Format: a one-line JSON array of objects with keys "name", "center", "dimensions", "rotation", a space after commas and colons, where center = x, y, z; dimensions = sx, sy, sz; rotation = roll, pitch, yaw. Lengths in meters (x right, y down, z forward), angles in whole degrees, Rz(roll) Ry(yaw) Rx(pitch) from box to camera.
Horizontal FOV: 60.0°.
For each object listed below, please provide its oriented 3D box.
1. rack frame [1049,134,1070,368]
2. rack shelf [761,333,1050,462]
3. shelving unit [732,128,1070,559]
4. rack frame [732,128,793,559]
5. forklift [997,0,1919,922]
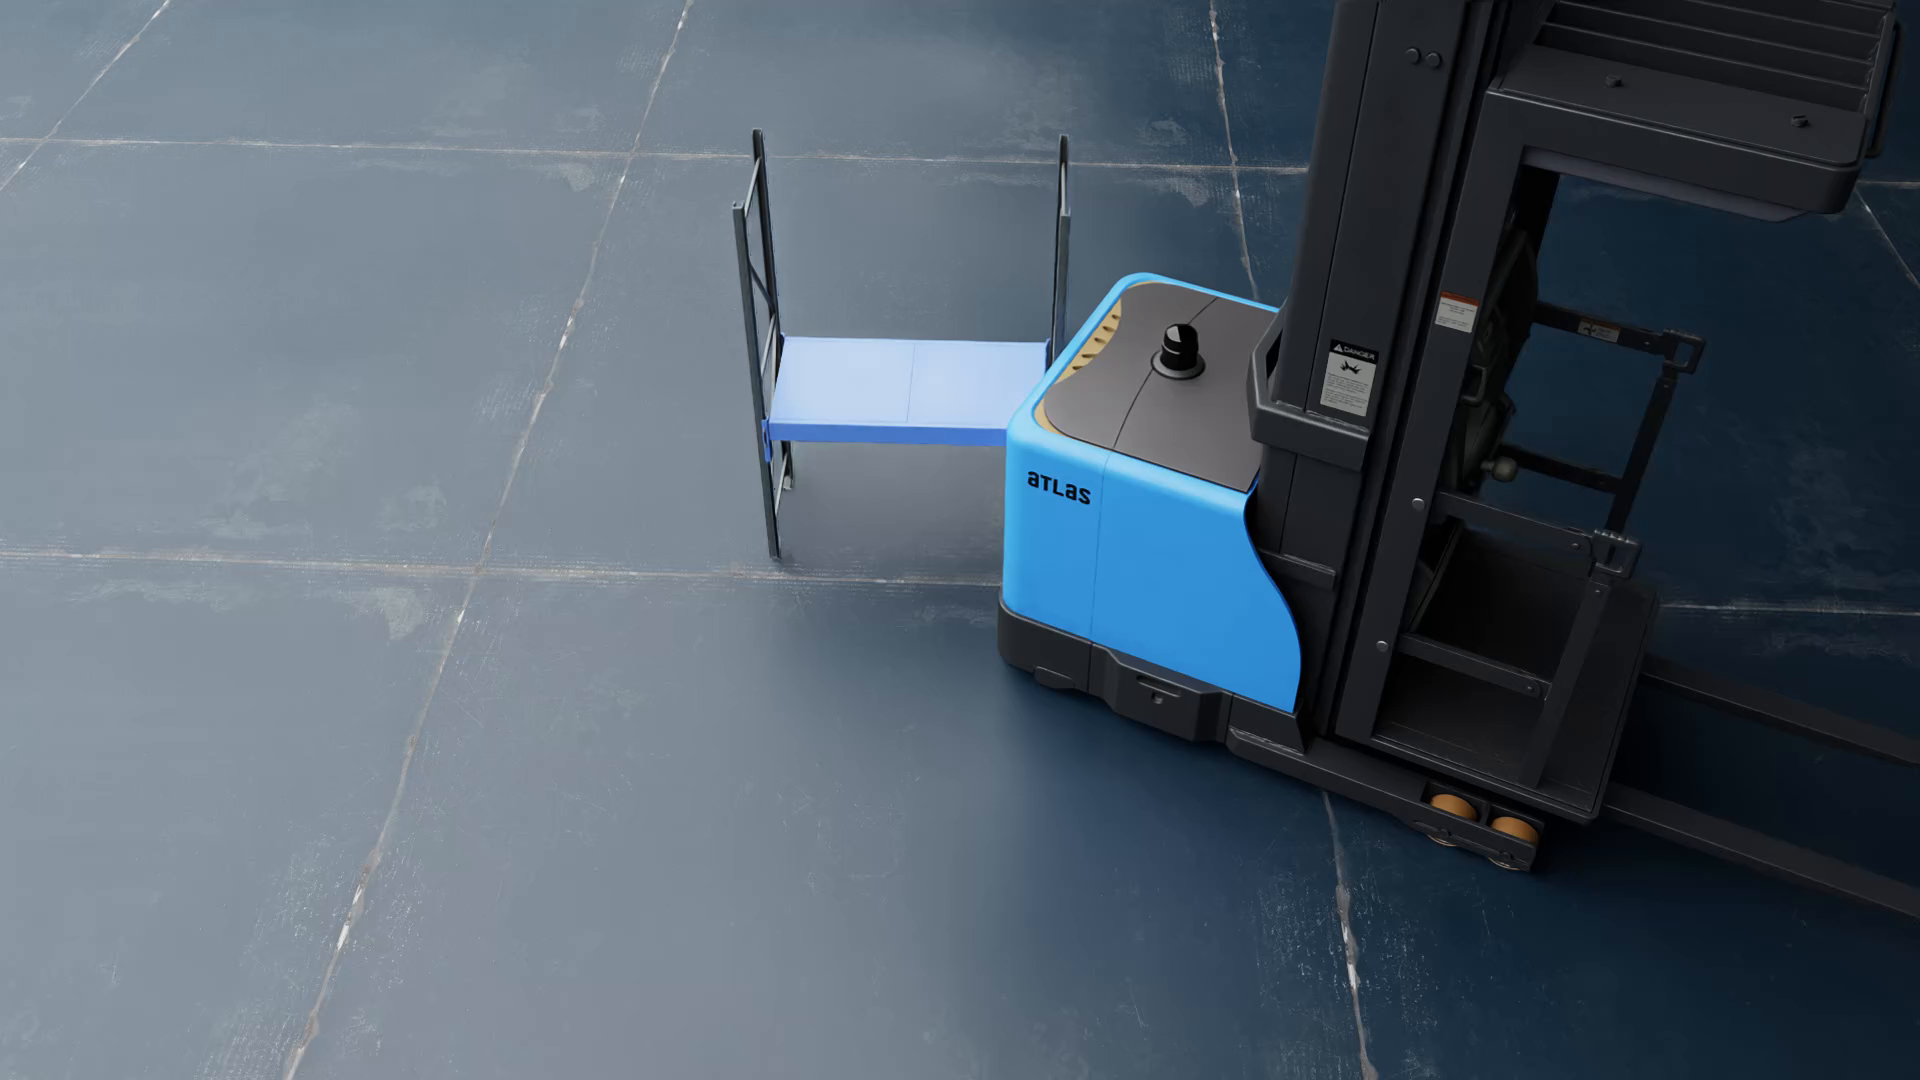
[{"name": "rack frame", "center": [0.334, -0.620, 5.816], "dimensions": [0.032, 1.500, 0.500], "rotation": [2, 43, 2]}, {"name": "rack shelf", "center": [-0.174, -0.503, 5.953], "dimensions": [1.000, 0.185, 0.538], "rotation": [2, 43, 2]}, {"name": "shelving unit", "center": [-0.174, -0.634, 5.831], "dimensions": [1.048, 1.500, 0.538], "rotation": [2, 43, 2]}, {"name": "rack frame", "center": [-0.681, -0.648, 5.846], "dimensions": [0.032, 1.500, 0.500], "rotation": [2, 43, 2]}, {"name": "forklift", "center": [1.679, -0.470, 4.604], "dimensions": [3.031, 2.935, 1.130], "rotation": [19, 46, 19]}]
